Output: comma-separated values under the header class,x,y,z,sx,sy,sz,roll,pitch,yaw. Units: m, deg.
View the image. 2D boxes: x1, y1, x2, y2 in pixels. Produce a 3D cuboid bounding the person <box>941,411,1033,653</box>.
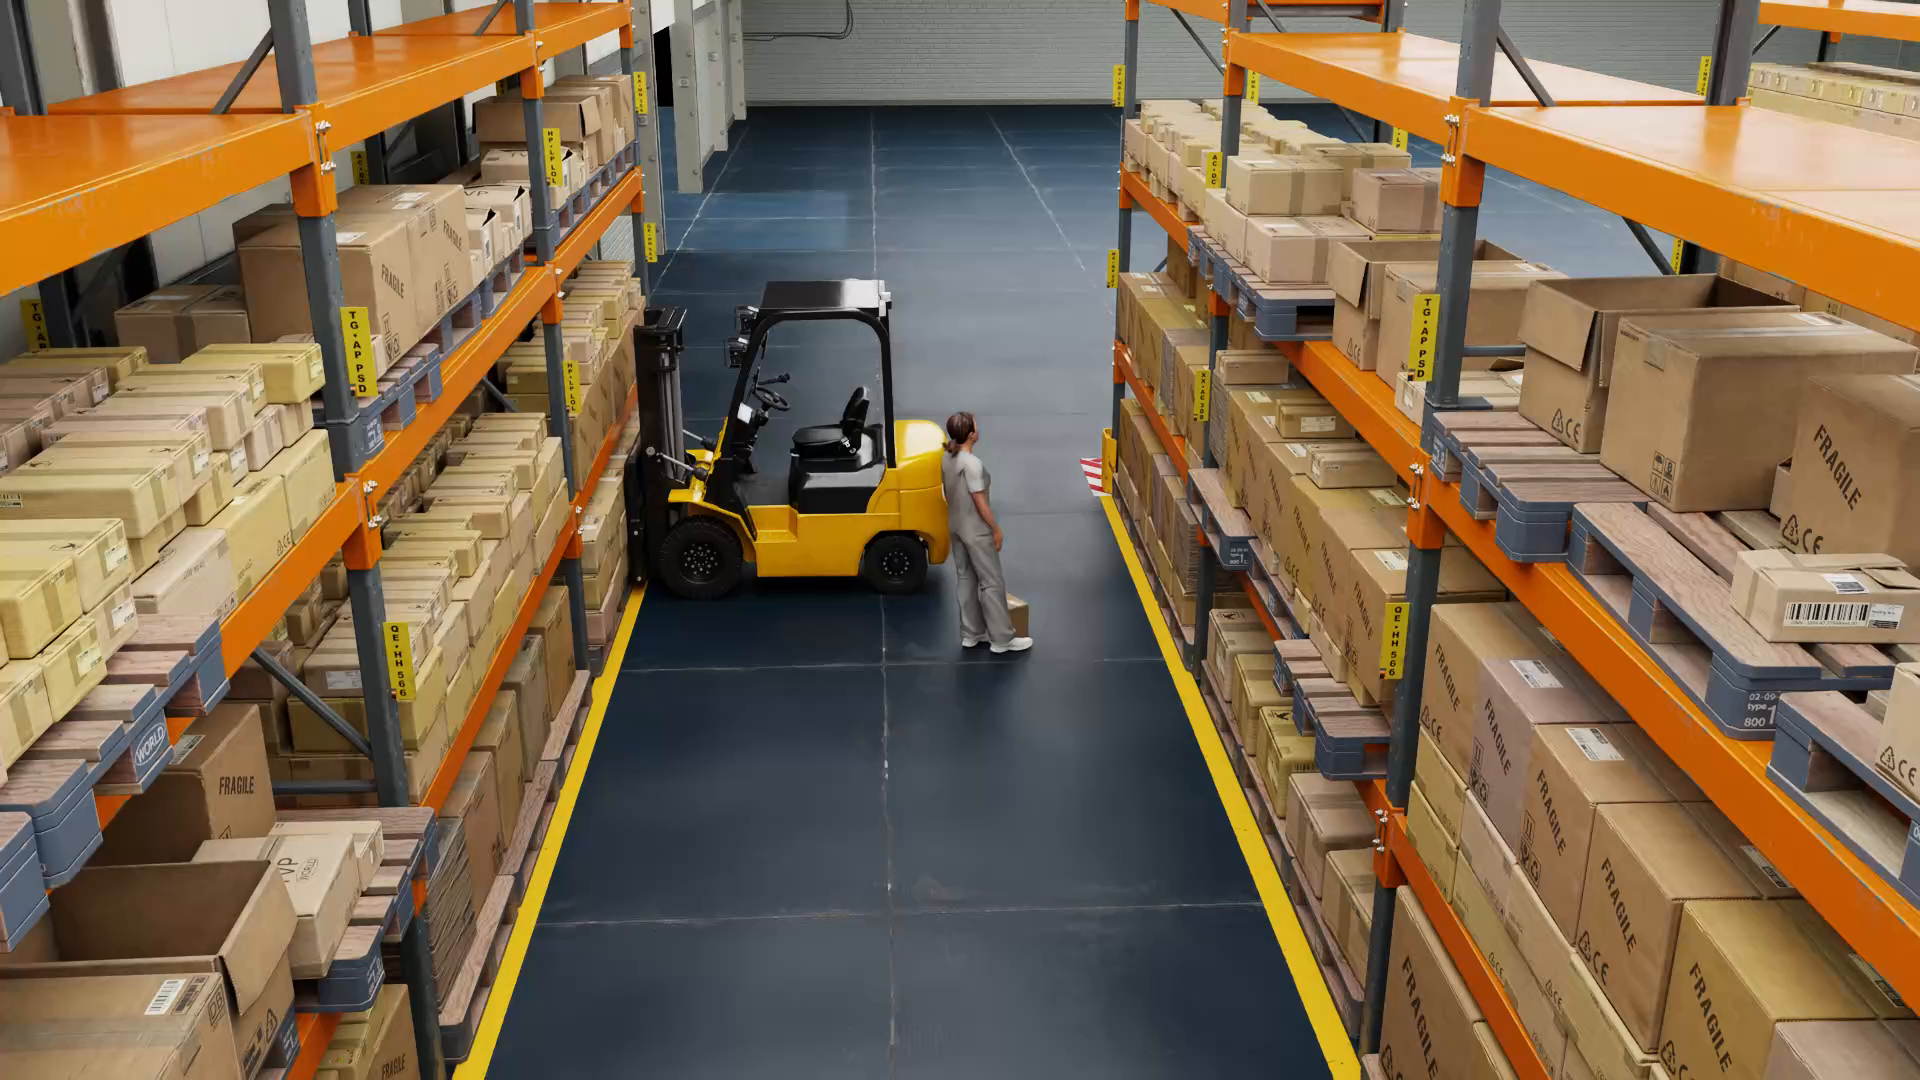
class,x,y,z,sx,sy,sz,roll,pitch,yaw
person,0.142,-0.072,11.246,0.548,1.674,0.549,-12,24,-30
